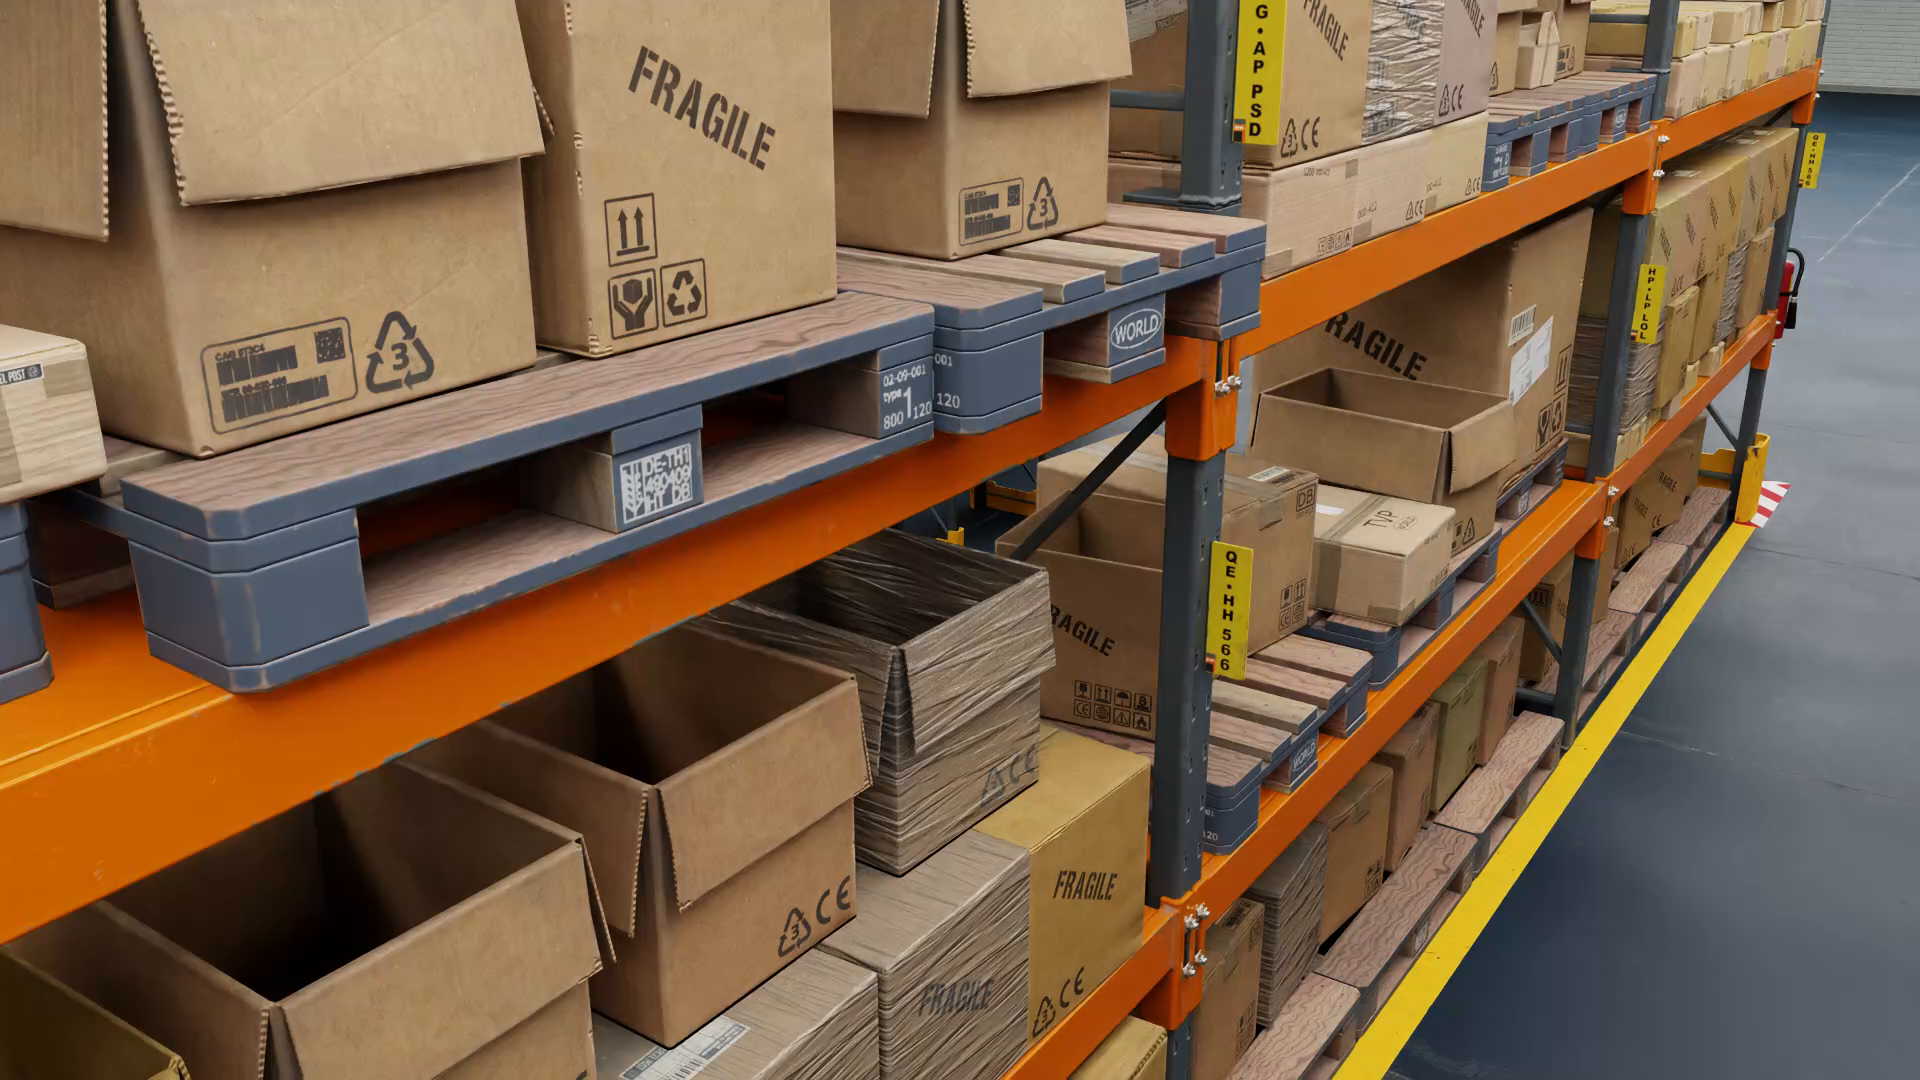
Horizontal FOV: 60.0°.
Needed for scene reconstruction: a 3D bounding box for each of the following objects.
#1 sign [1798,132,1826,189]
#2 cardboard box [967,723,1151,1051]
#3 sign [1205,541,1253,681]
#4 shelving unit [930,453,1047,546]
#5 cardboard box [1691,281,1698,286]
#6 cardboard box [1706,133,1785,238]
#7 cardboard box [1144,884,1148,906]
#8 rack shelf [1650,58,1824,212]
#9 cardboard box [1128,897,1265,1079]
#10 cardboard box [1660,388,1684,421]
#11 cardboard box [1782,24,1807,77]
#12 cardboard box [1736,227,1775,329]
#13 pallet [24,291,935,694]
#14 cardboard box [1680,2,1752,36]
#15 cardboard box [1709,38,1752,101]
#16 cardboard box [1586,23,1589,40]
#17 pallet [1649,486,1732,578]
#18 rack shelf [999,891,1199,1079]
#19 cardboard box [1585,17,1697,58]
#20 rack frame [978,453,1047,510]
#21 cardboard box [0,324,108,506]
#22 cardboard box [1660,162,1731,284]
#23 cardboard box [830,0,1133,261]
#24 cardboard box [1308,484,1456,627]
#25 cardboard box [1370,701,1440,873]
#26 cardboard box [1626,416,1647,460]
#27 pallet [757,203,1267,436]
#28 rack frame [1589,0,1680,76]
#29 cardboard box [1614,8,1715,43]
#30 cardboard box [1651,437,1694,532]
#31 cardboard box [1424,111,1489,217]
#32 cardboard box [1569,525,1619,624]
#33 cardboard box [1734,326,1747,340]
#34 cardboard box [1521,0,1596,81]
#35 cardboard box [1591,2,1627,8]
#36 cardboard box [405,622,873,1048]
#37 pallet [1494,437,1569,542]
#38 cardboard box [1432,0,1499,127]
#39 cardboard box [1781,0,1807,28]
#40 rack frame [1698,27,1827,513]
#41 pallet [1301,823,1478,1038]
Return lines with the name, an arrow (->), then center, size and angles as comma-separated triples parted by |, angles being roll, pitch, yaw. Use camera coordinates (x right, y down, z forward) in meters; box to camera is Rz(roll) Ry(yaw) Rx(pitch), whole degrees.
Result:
sign -> 5.102, -2.272, 9.959 | 0.100, 0.325, 0.005 | 13, 24, 32
cardboard box -> 0.085, 0.744, 3.787 | 0.500, 0.500, 0.500 | 14, 25, 33
sign -> 0.618, 0.165, 3.826 | 0.100, 0.325, 0.005 | 13, 24, 32
shelving unit -> 0.043, -0.725, 10.064 | 0.587, 1.500, 1.083 | 13, 24, 32
cardboard box -> 3.218, -1.150, 8.478 | 0.875, 0.500, 0.500 | 13, 24, 32
cardboard box -> 4.274, -1.999, 9.333 | 0.500, 0.500, 0.500 | 13, 24, 32
cardboard box -> 0.509, 1.017, 5.080 | 0.500, 0.250, 0.500 | 14, 25, 34
rack shelf -> 3.530, -2.190, 8.576 | 1.077, 0.370, 4.000 | 13, 24, 32
cardboard box -> 0.518, 1.371, 5.205 | 0.700, 0.500, 0.500 | 12, 23, 29
cardboard box -> 3.352, -0.716, 8.239 | 0.380, 0.149, 0.250 | 13, 24, 32
cardboard box -> 4.316, -2.700, 9.132 | 0.500, 0.250, 0.500 | 13, 24, 32
cardboard box -> 4.141, -1.562, 9.591 | 0.875, 0.500, 0.500 | 13, 24, 32
pallet -> -0.787, -0.201, 2.433 | 1.003, 0.211, 1.213 | 15, 25, 34
cardboard box -> 3.662, -2.566, 8.195 | 0.380, 0.149, 0.250 | 14, 24, 33
cardboard box -> 3.452, -2.256, 7.933 | 0.500, 0.250, 0.500 | 12, 24, 30
cardboard box -> 2.576, -2.279, 7.420 | 0.380, 0.149, 0.250 | 14, 24, 32
pallet -> 4.126, -0.139, 10.336 | 1.003, 0.211, 1.213 | 13, 24, 32
rack shelf -> -0.967, 1.512, 2.891 | 1.077, 0.370, 4.000 | 13, 24, 32
cardboard box -> 2.844, -2.104, 6.946 | 0.380, 0.149, 0.250 | 12, 24, 30
rack frame -> 0.334, -0.874, 10.465 | 0.500, 1.500, 0.032 | 13, 24, 32
cardboard box -> -1.130, -0.136, 1.741 | 0.380, 0.149, 0.250 | 12, 24, 30
cardboard box -> 3.431, -1.569, 8.169 | 0.500, 0.500, 0.500 | 13, 24, 32
cardboard box -> -0.126, -0.863, 3.195 | 0.797, 0.503, 0.637 | 15, 25, 35
cardboard box -> 1.290, 0.038, 5.449 | 0.500, 0.250, 0.500 | 12, 24, 30
cardboard box -> 1.445, 0.885, 6.518 | 0.700, 0.500, 0.500 | 11, 23, 27
cardboard box -> 2.927, -0.501, 7.659 | 0.380, 0.149, 0.250 | 13, 24, 32
pallet -> -0.160, -0.523, 3.302 | 1.213, 0.211, 1.003 | 15, 25, 34
rack frame -> 2.406, -3.361, 6.379 | 1.000, 3.000, 0.127 | 13, 24, 32
cardboard box -> 3.210, -2.346, 7.601 | 0.380, 0.149, 0.250 | 14, 25, 33
cardboard box -> 3.982, -0.365, 9.926 | 0.500, 0.500, 0.500 | -17, 26, -38
cardboard box -> 1.202, -1.118, 4.855 | 0.500, 0.250, 0.500 | 14, 24, 33
cardboard box -> 2.980, 0.156, 8.518 | 0.500, 0.500, 0.500 | -15, 25, -35
cardboard box -> 4.426, -1.301, 9.822 | 0.380, 0.149, 0.250 | 13, 24, 32
cardboard box -> 2.060, -2.084, 6.497 | 0.797, 0.503, 0.637 | 12, 23, 29
cardboard box -> 3.086, -2.599, 8.286 | 0.380, 0.149, 0.250 | 15, 25, 34
cardboard box -> -0.635, 0.476, 3.063 | 0.797, 0.503, 0.637 | 14, 24, 33
pallet -> 1.856, -0.266, 6.937 | 1.003, 0.211, 1.213 | 13, 24, 32
cardboard box -> 1.200, -1.463, 4.707 | 0.500, 0.500, 0.500 | 12, 24, 30
cardboard box -> 4.329, -2.849, 8.962 | 0.380, 0.149, 0.250 | 13, 24, 32
rack frame -> 4.655, -1.695, 10.523 | 1.000, 3.000, 0.127 | 13, 24, 32
pallet -> 1.285, 1.336, 6.349 | 1.003, 0.211, 1.213 | 13, 24, 32
